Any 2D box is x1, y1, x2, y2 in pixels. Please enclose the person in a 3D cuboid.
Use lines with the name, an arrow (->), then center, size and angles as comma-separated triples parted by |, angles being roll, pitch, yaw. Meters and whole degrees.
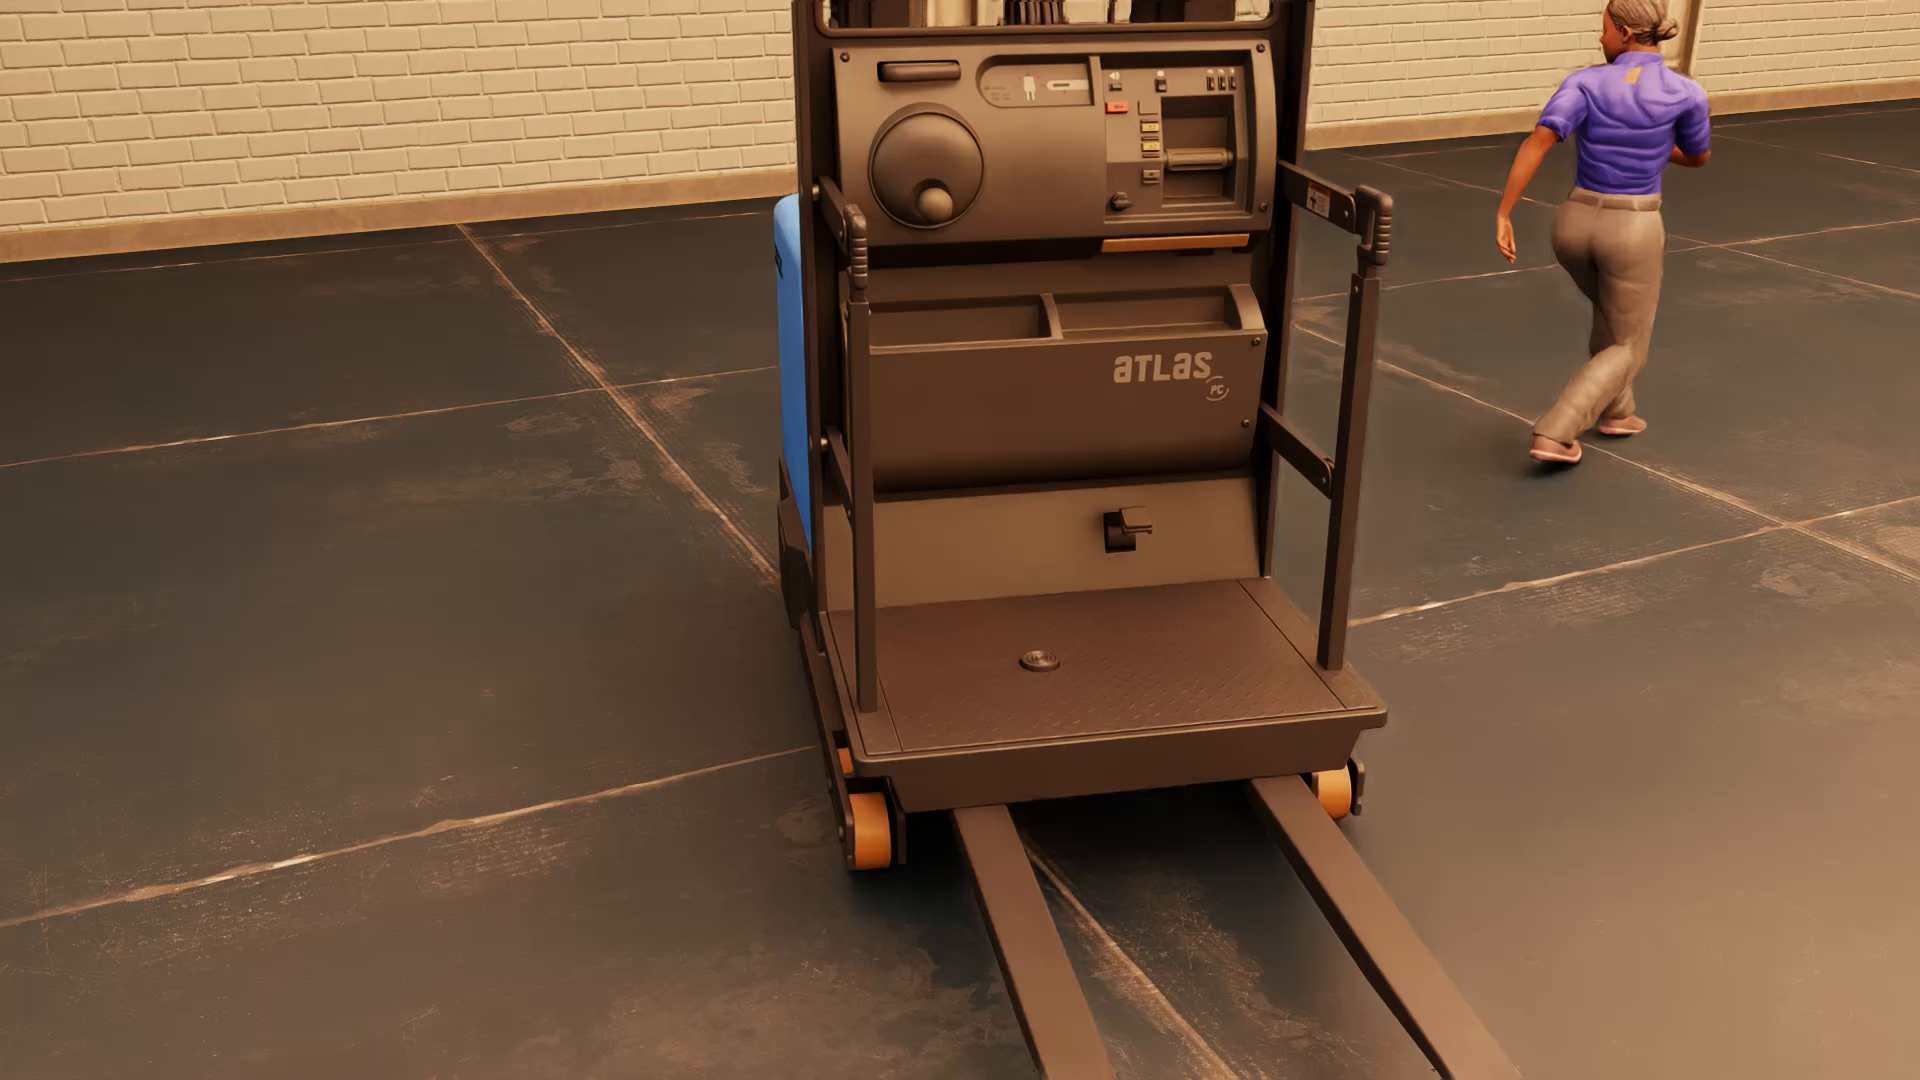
person -> 2.192, -1.032, 5.594 | 0.470, 1.596, 0.890 | 20, 30, 40

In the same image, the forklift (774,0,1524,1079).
forklift -> 0.247, -0.819, 3.258 | 1.130, 2.935, 3.031 | -4, 23, -10
